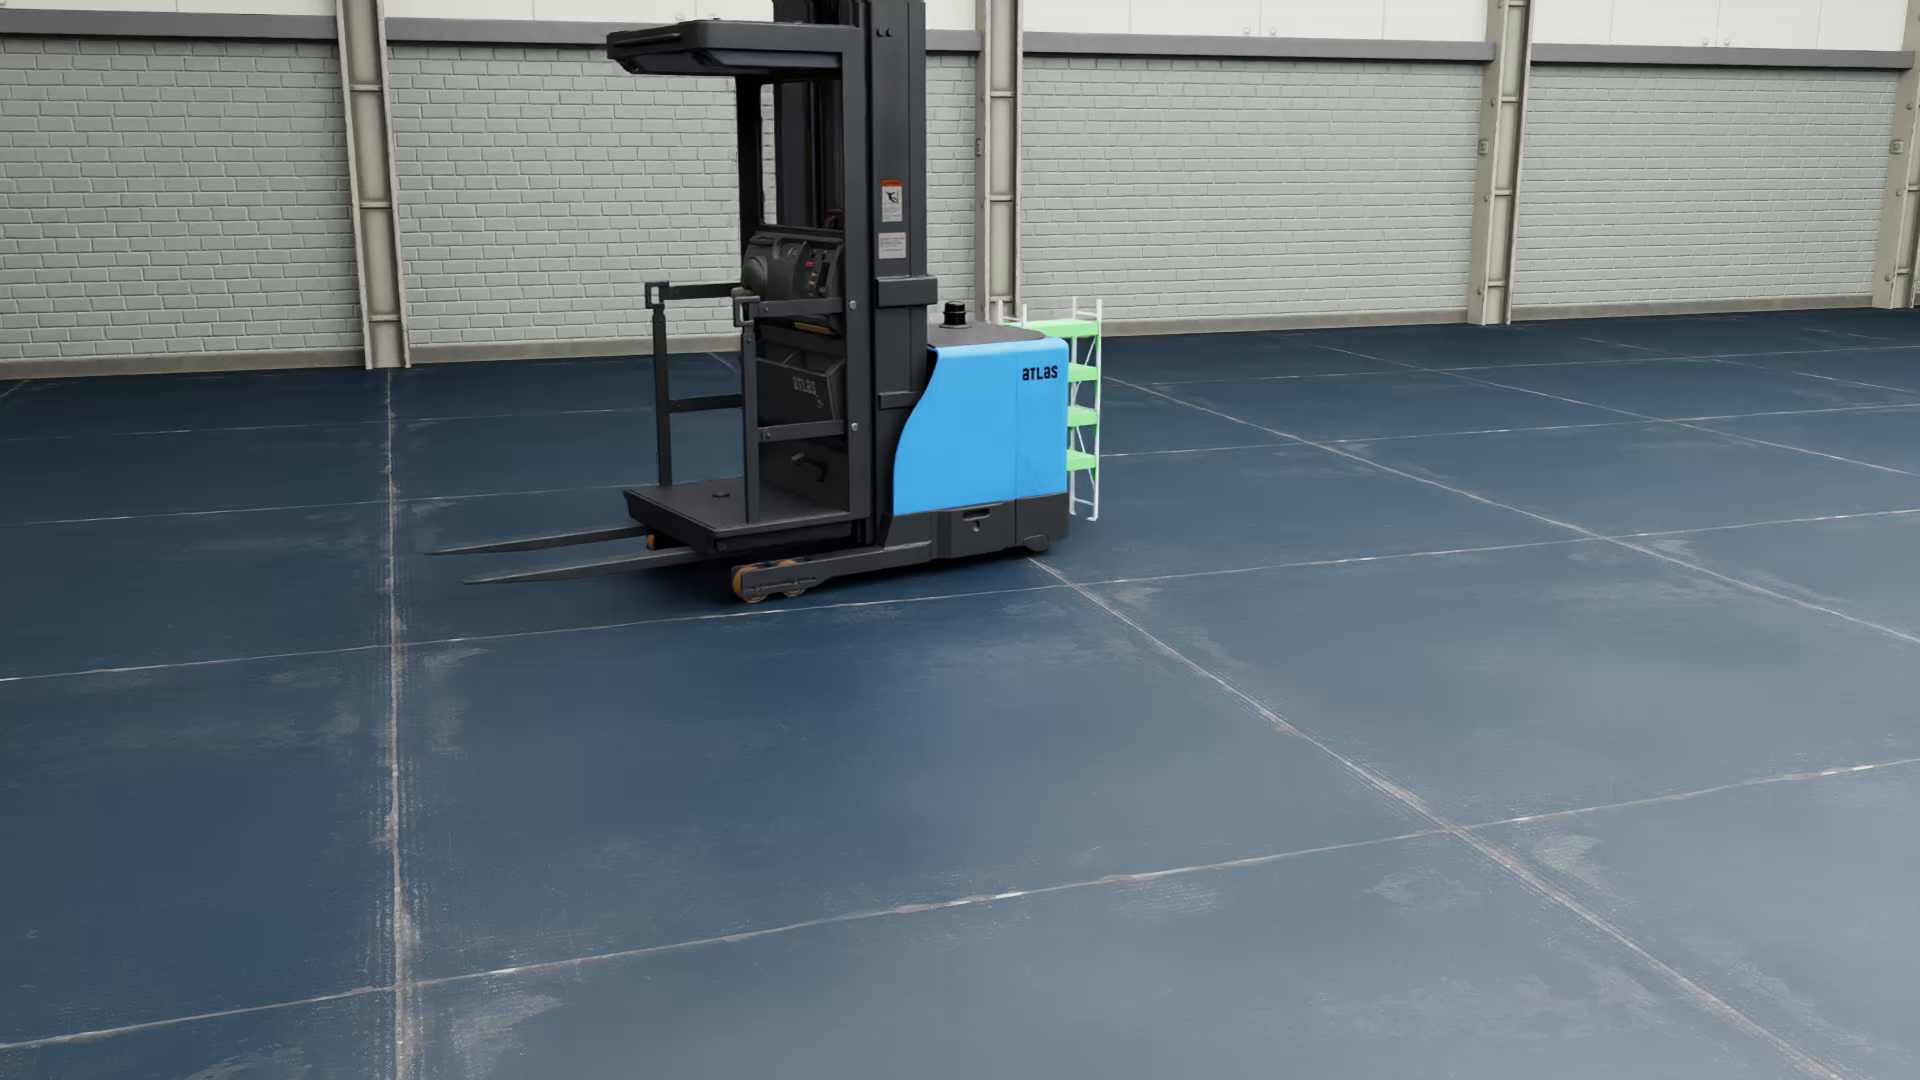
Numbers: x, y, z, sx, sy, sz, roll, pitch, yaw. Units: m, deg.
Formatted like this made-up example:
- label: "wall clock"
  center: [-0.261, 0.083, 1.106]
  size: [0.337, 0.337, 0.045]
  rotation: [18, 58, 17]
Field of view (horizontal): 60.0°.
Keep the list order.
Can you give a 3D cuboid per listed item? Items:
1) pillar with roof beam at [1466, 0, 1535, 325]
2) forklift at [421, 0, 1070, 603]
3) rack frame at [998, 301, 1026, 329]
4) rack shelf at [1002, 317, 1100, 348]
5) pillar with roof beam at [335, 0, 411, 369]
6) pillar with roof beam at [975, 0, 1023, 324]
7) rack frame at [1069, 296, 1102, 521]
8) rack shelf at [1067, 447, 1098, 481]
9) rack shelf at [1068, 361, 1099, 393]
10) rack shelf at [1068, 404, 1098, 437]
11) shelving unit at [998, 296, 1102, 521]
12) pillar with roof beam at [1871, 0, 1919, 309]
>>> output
- label: "pillar with roof beam"
  center: [7.448, -5.930, 14.127]
  size: [0.400, 9.000, 9.100]
  rotation: [-4, 14, -18]
- label: "forklift"
  center: [-0.967, -1.283, 7.702]
  size: [3.031, 2.935, 1.130]
  rotation: [-8, 16, -32]
- label: "rack frame"
  center: [0.270, -0.653, 8.795]
  size: [0.015, 1.200, 0.240]
  rotation: [-8, 16, -32]
- label: "rack shelf"
  center: [0.476, -1.088, 8.827]
  size: [0.480, 0.148, 0.258]
  rotation: [-8, 16, -32]
- label: "pillar with roof beam"
  center: [-3.925, -5.044, 10.403]
  size: [0.400, 9.000, 9.100]
  rotation: [-4, 14, -18]
- label: "pillar with roof beam"
  center: [1.762, -5.487, 12.265]
  size: [0.400, 9.000, 9.100]
  rotation: [-4, 14, -18]
- label: "rack frame"
  center: [0.681, -0.714, 9.051]
  size: [0.015, 1.200, 0.240]
  rotation: [-8, 16, -32]
- label: "rack shelf"
  center: [0.476, -0.388, 8.993]
  size: [0.480, 0.148, 0.258]
  rotation: [-8, 16, -32]
- label: "rack shelf"
  center: [0.476, -0.855, 8.882]
  size: [0.480, 0.148, 0.258]
  rotation: [-8, 16, -32]
- label: "rack shelf"
  center: [0.476, -0.621, 8.938]
  size: [0.480, 0.148, 0.258]
  rotation: [-8, 16, -32]
- label: "shelving unit"
  center: [0.476, -0.683, 8.923]
  size: [0.503, 1.200, 0.258]
  rotation: [-8, 16, -32]
- label: "pillar with roof beam"
  center: [13.135, -6.373, 15.988]
  size: [0.400, 9.000, 9.100]
  rotation: [-4, 14, -18]
